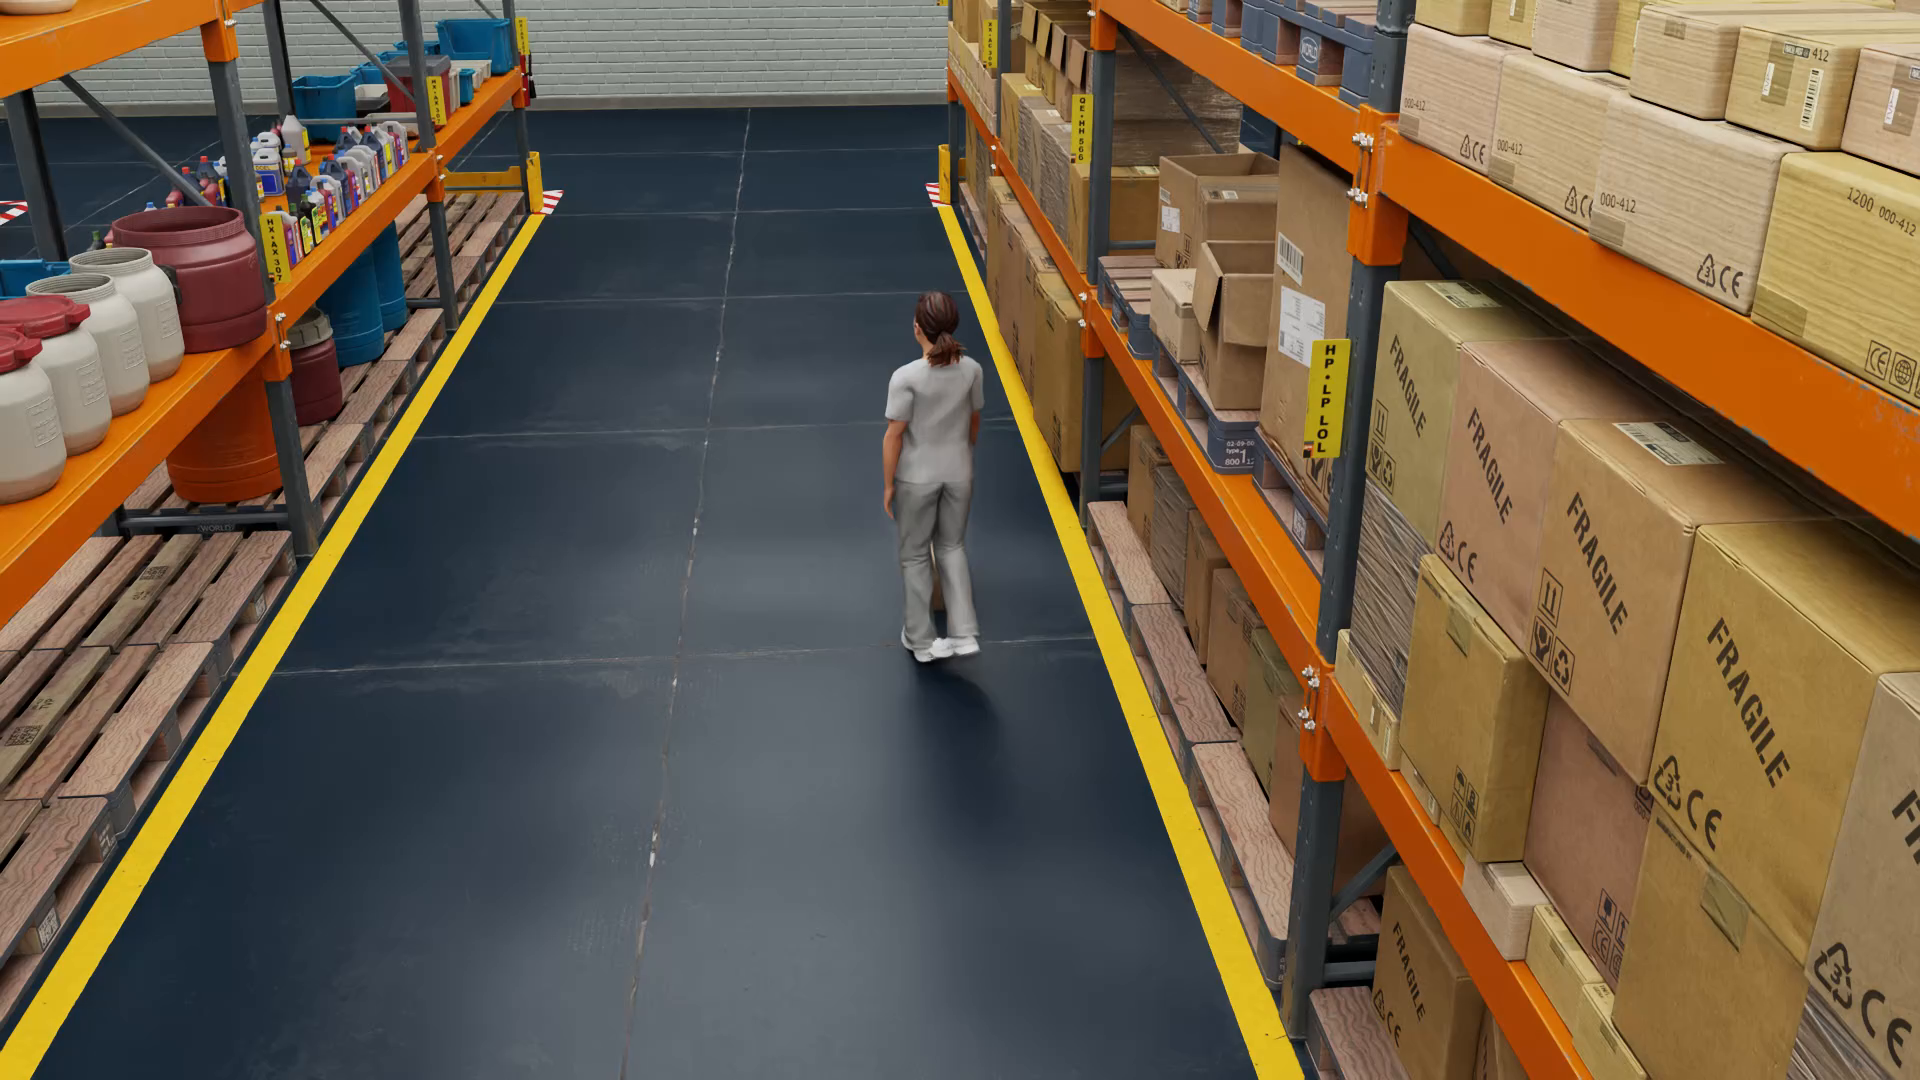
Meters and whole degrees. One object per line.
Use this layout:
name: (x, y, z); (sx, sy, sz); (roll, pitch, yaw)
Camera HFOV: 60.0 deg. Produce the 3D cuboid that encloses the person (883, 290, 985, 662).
person: (-0.109, -0.238, 7.113); (0.461, 1.675, 0.522); (-8, 25, -17)
